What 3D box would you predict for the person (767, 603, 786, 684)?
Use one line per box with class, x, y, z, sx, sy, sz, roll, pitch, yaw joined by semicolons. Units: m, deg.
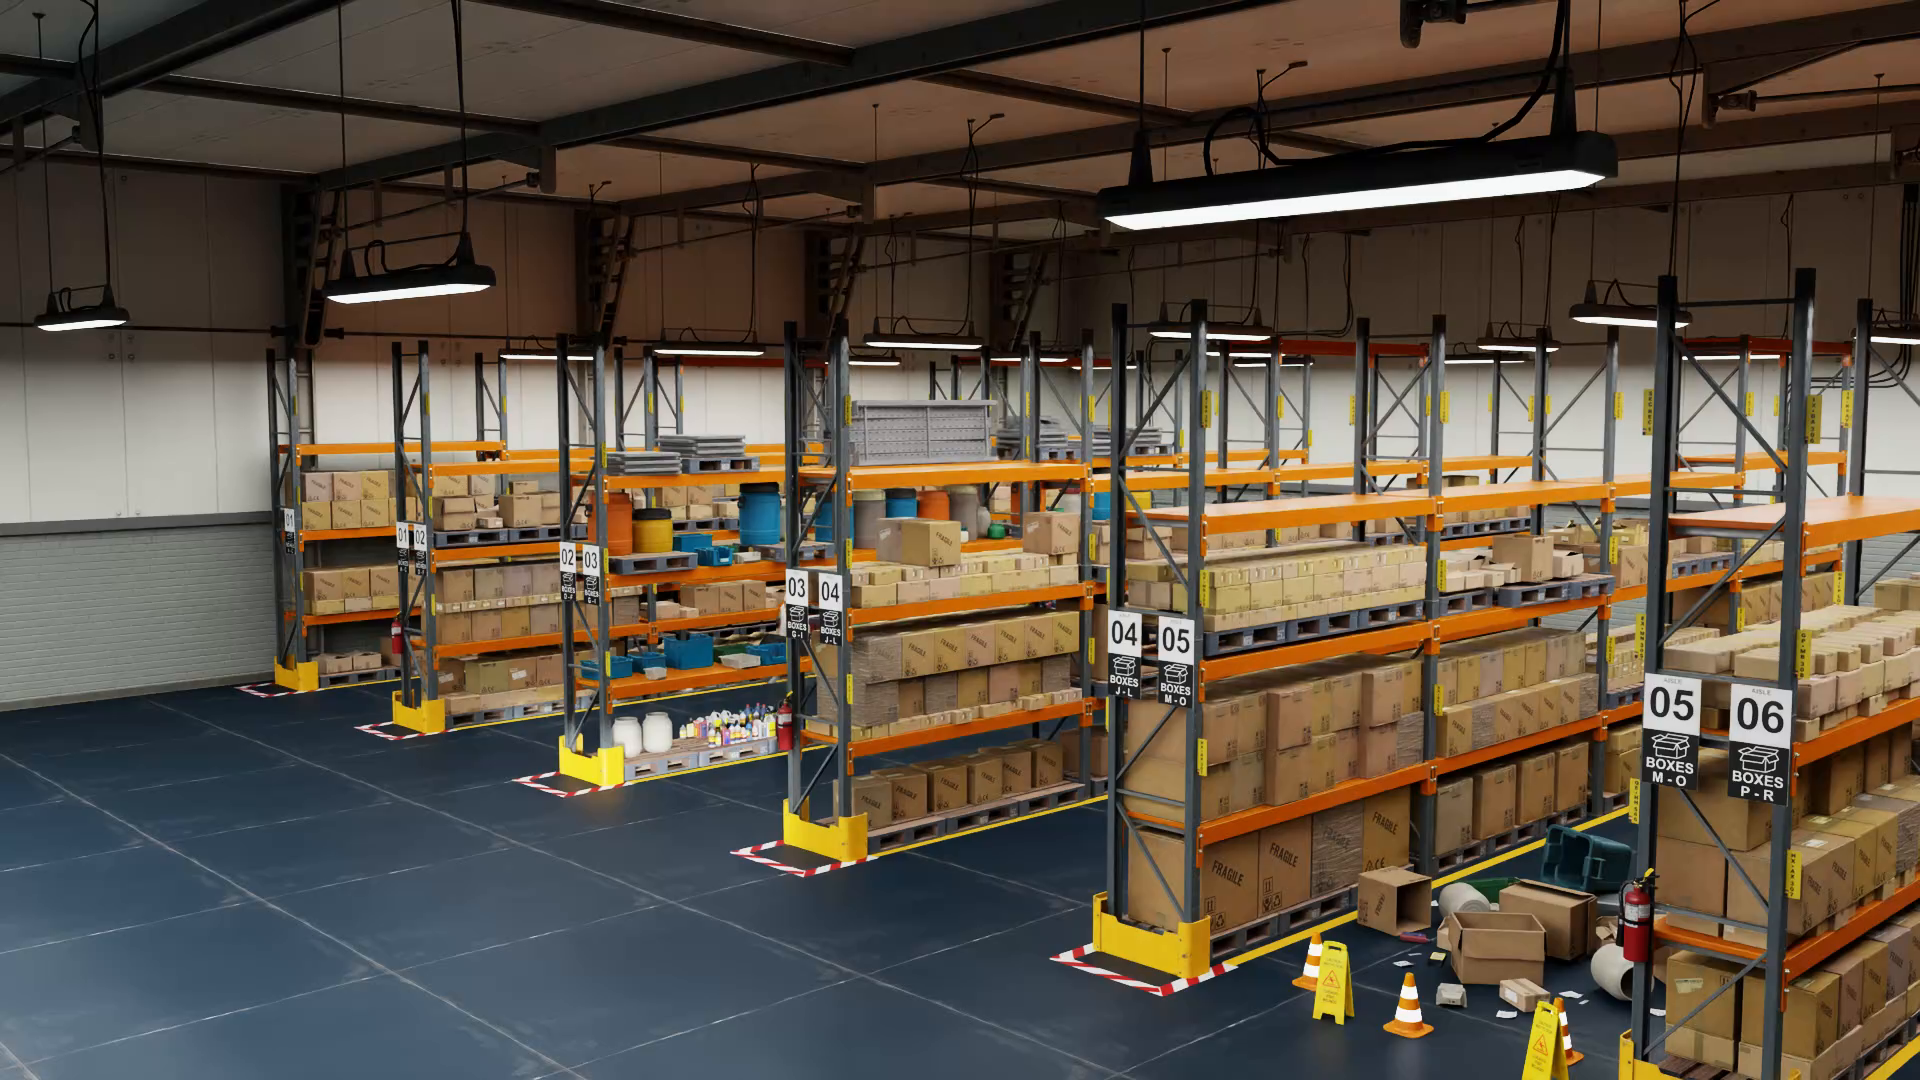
person;-2.963;1.628;28.571;0.597;1.620;0.753;2;5;20
